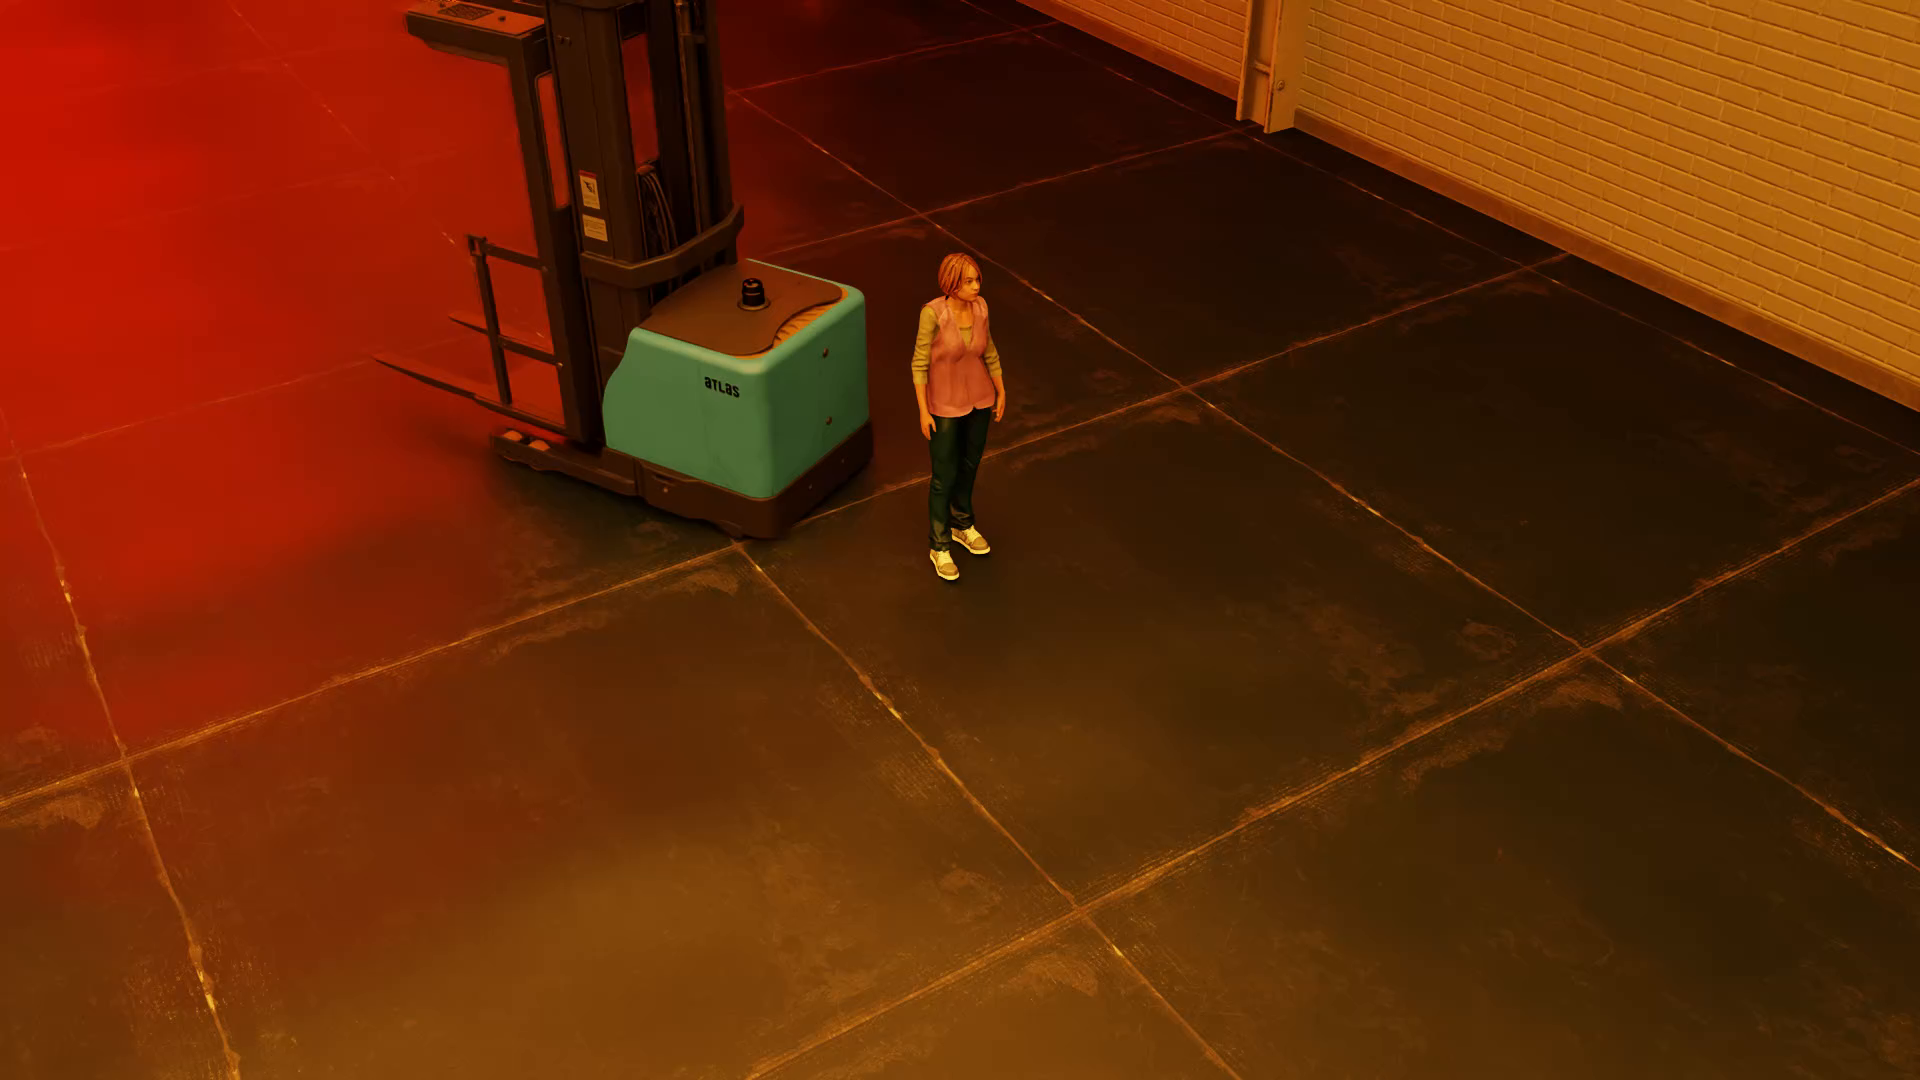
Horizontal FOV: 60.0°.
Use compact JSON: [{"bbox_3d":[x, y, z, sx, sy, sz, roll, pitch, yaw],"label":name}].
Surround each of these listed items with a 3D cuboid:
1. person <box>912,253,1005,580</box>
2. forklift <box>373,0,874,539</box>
[{"bbox_3d":[0.028,-0.620,8.176,0.519,1.598,0.475,-21,40,-27],"label":"person"},{"bbox_3d":[-2.012,-1.827,8.747,3.031,2.935,1.130,19,39,25],"label":"forklift"}]
